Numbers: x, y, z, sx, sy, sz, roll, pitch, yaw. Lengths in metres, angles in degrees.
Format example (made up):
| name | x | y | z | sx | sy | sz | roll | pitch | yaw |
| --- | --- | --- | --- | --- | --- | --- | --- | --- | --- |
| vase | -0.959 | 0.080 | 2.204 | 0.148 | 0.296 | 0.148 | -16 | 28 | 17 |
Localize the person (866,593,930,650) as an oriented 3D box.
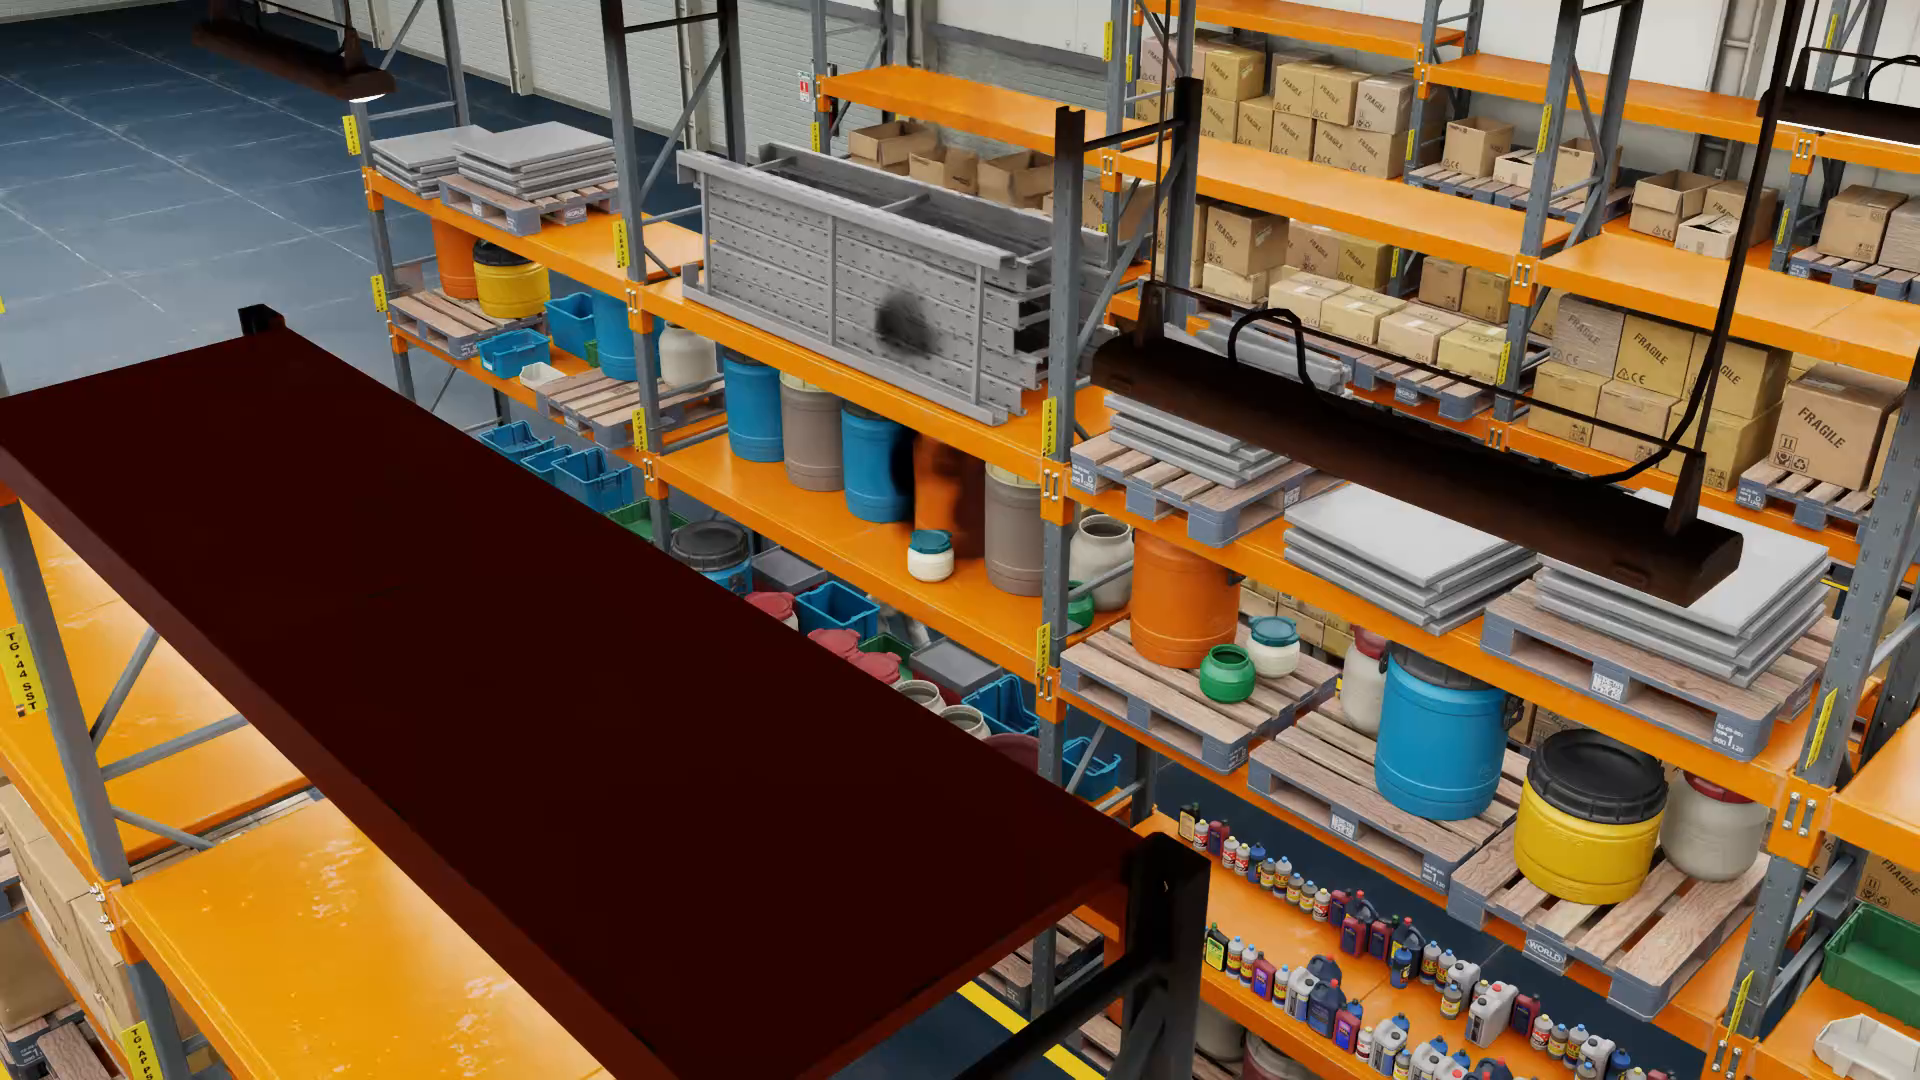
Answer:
| name | x | y | z | sx | sy | sz | roll | pitch | yaw |
| --- | --- | --- | --- | --- | --- | --- | --- | --- | --- |
| person | -0.502 | 0.412 | 14.238 | 0.833 | 1.827 | 0.689 | 23 | 36 | 36 |
